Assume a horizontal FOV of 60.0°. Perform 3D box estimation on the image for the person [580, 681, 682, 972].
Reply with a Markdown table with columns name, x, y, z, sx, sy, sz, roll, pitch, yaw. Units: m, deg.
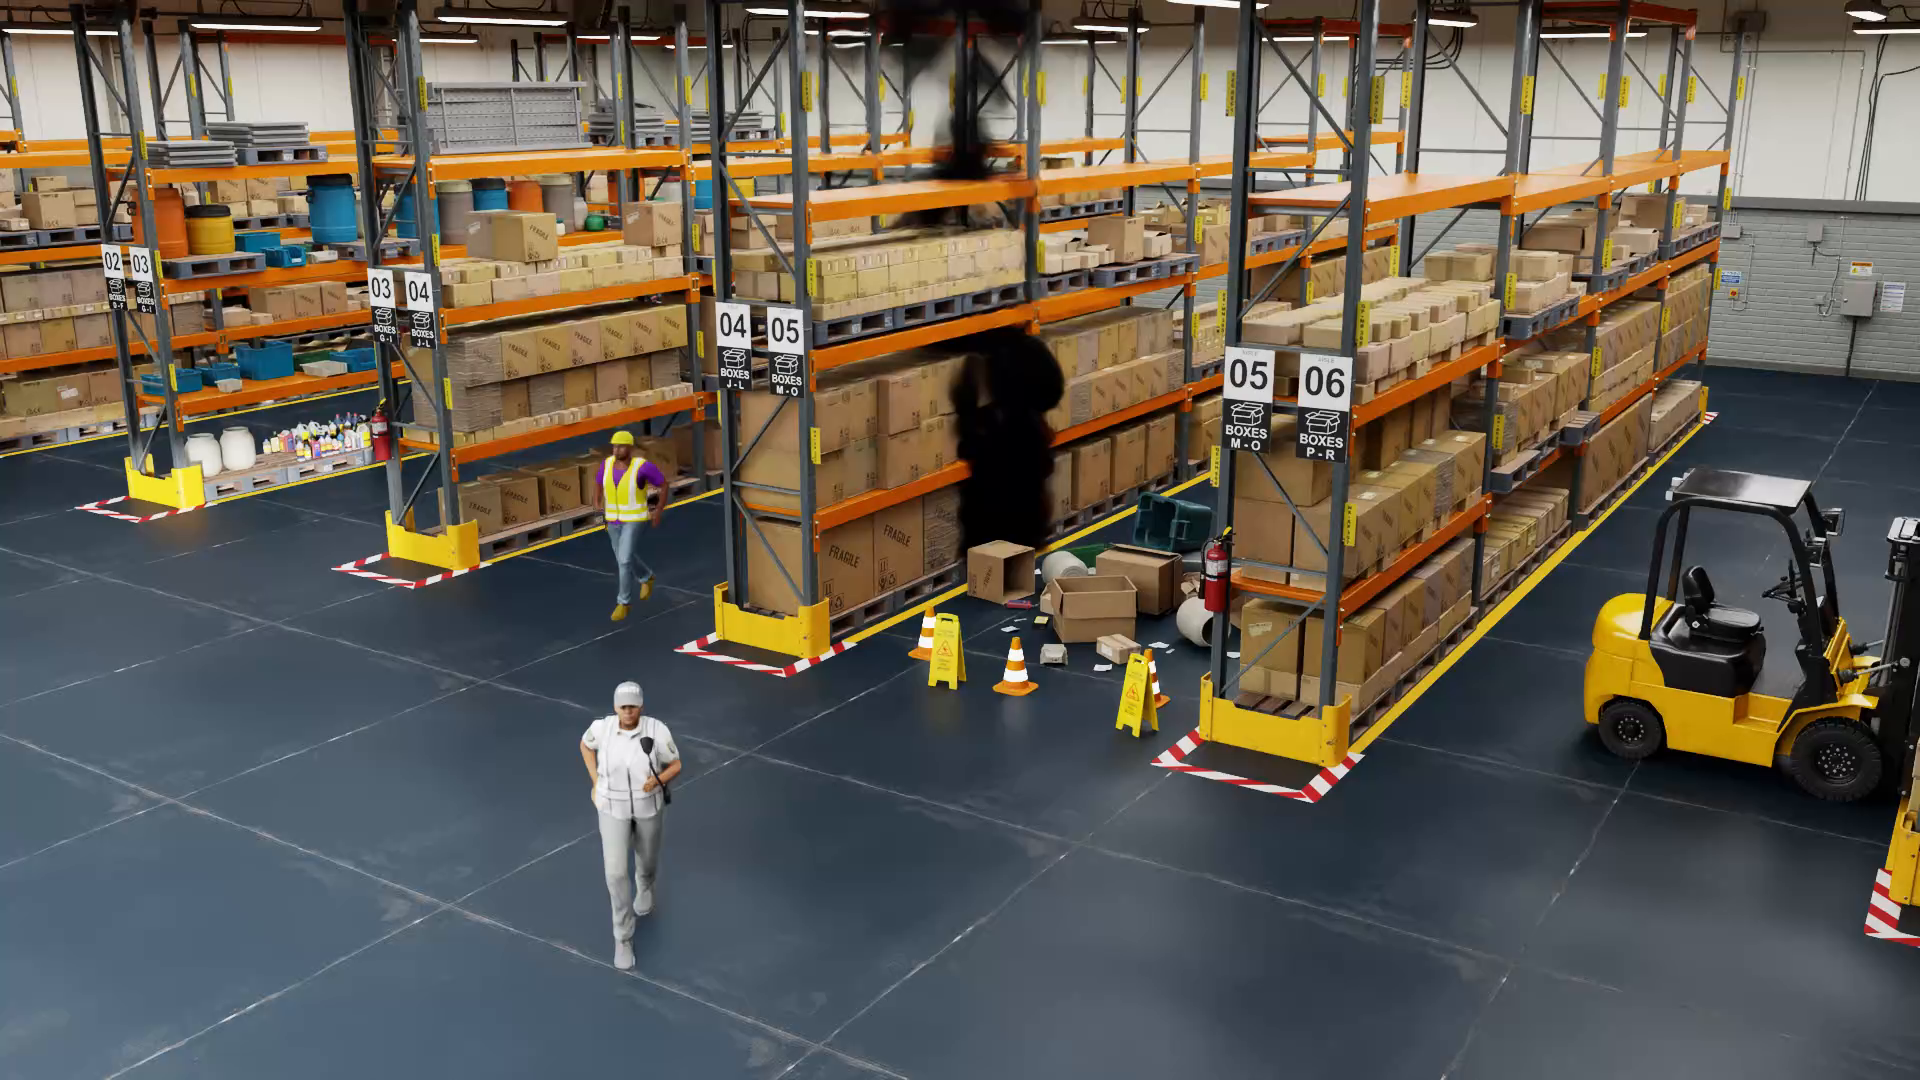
| name | x | y | z | sx | sy | sz | roll | pitch | yaw |
| --- | --- | --- | --- | --- | --- | --- | --- | --- | --- |
| person | -1.987 | 1.663 | 10.152 | 0.594 | 1.719 | 0.837 | -4 | 16 | -13 |

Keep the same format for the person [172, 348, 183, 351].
| name | x | y | z | sx | sy | sz | roll | pitch | yaw |
| --- | --- | --- | --- | --- | --- | --- | --- | --- | --- |
| person | -13.458 | -3.475 | 28.319 | 0.641 | 1.678 | 0.629 | 7 | 17 | 25 |

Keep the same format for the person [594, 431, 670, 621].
| name | x | y | z | sx | sy | sz | roll | pitch | yaw |
| --- | --- | --- | --- | --- | --- | --- | --- | --- | --- |
| person | -3.191 | -0.189 | 15.974 | 0.738 | 1.765 | 0.838 | 6 | 17 | 21 |
